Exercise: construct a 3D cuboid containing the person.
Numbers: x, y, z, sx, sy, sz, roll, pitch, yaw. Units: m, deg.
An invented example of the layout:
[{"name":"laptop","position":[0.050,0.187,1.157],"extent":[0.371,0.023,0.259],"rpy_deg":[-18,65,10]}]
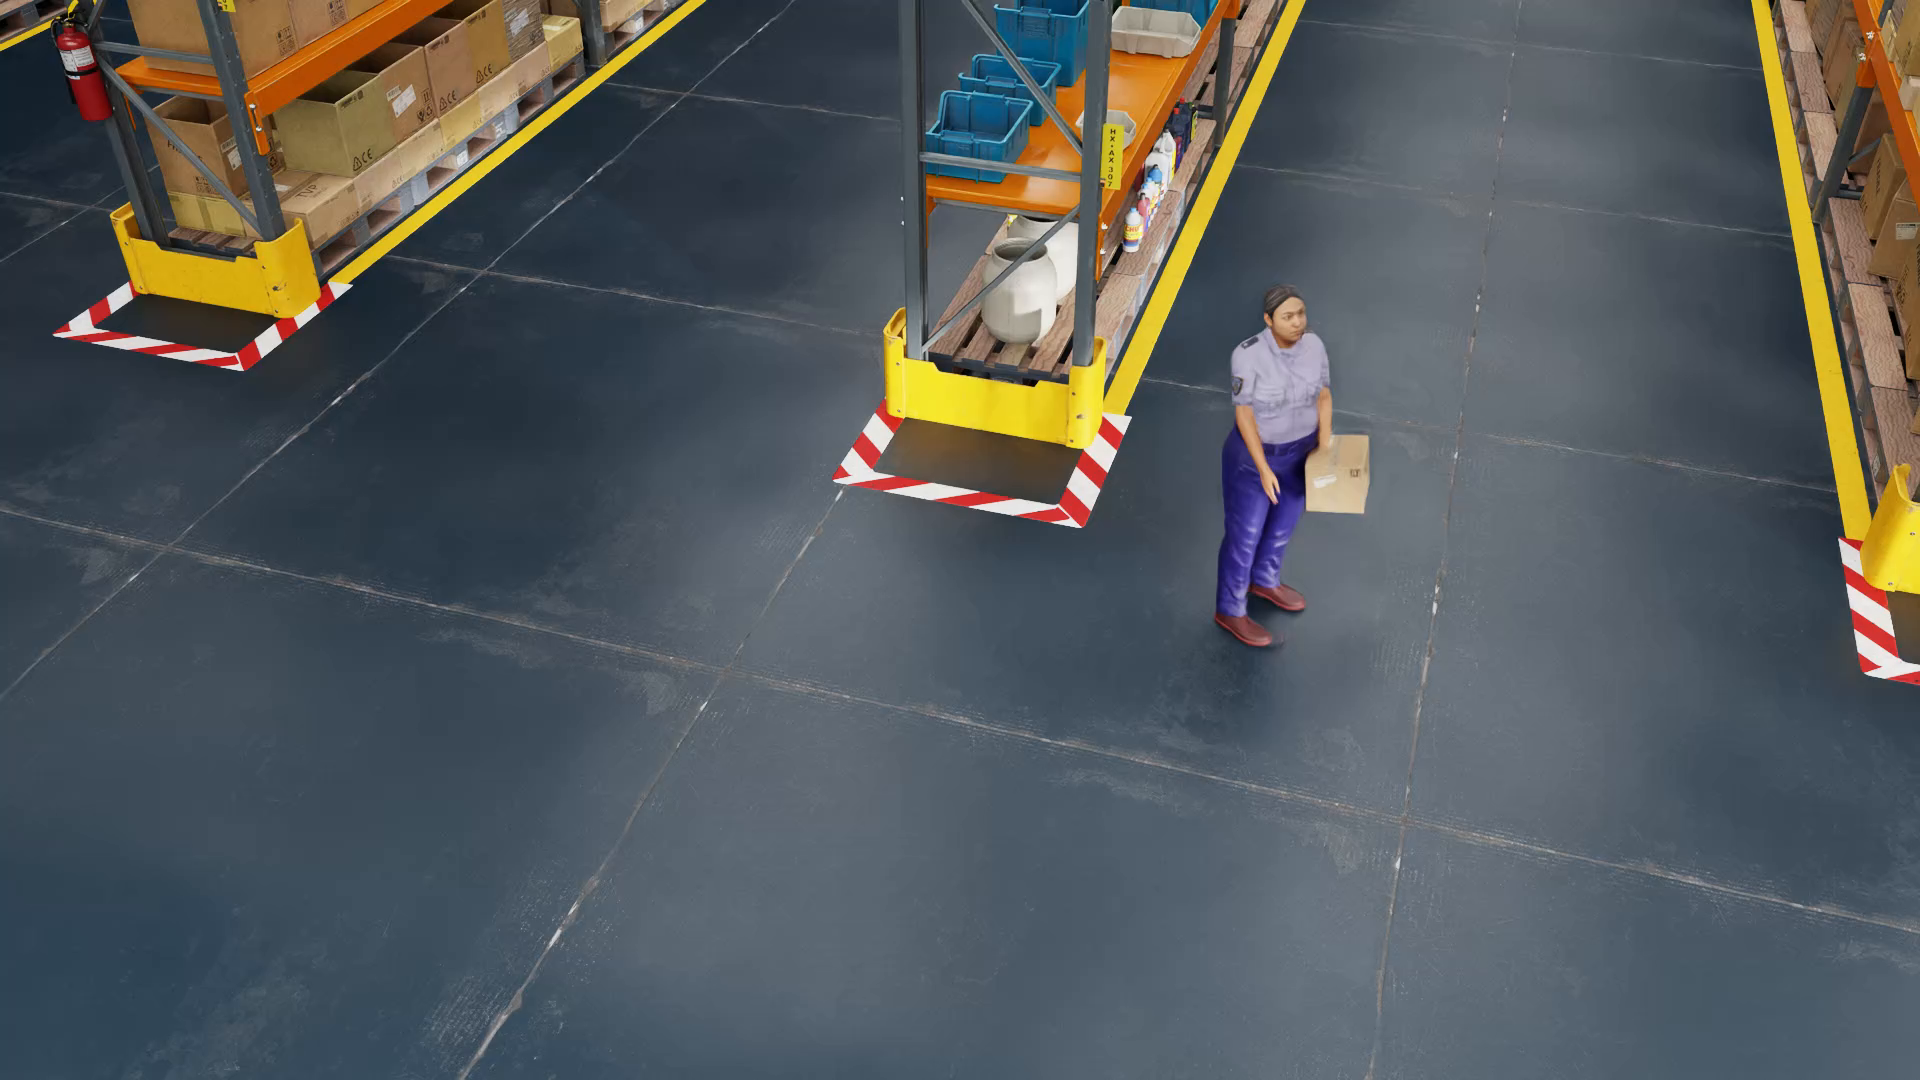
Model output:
[{"name":"person","position":[1.416,-0.333,7.328],"extent":[0.518,1.649,0.495],"rpy_deg":[-17,40,-21]}]
